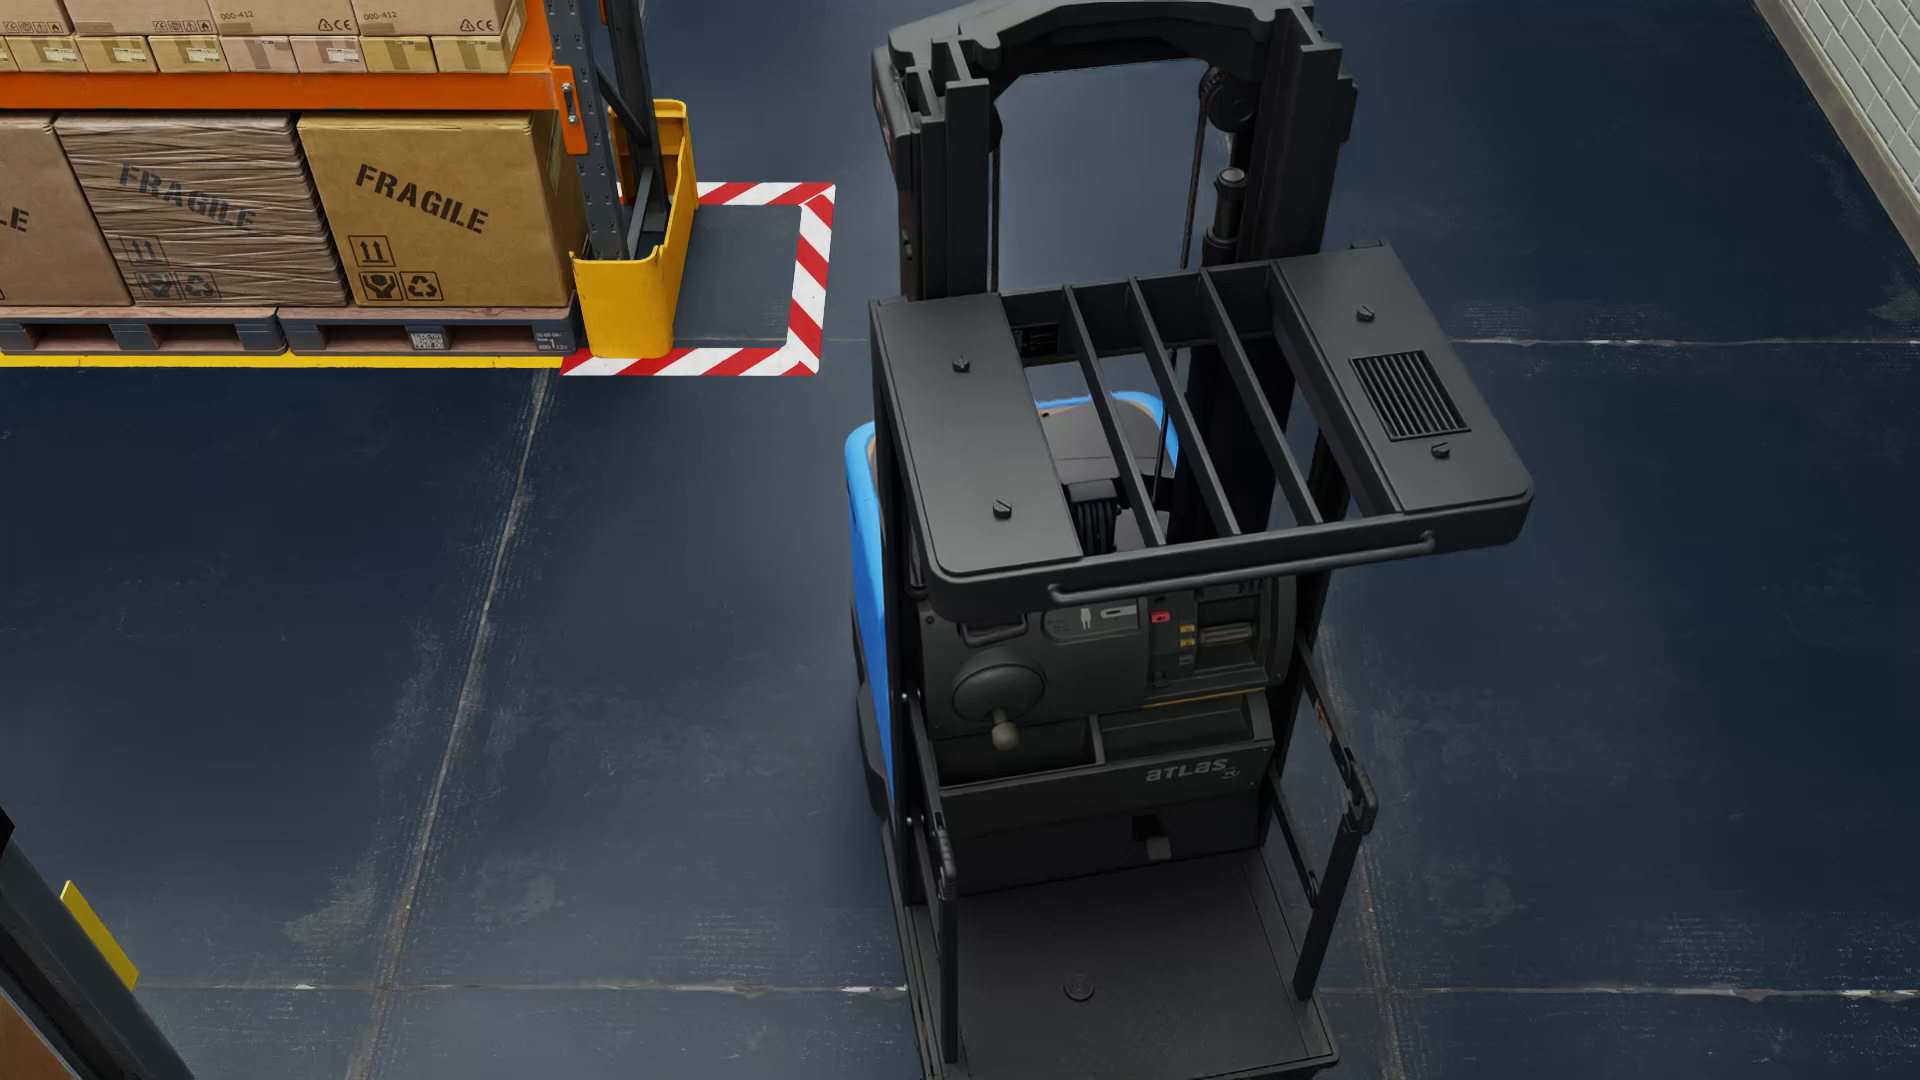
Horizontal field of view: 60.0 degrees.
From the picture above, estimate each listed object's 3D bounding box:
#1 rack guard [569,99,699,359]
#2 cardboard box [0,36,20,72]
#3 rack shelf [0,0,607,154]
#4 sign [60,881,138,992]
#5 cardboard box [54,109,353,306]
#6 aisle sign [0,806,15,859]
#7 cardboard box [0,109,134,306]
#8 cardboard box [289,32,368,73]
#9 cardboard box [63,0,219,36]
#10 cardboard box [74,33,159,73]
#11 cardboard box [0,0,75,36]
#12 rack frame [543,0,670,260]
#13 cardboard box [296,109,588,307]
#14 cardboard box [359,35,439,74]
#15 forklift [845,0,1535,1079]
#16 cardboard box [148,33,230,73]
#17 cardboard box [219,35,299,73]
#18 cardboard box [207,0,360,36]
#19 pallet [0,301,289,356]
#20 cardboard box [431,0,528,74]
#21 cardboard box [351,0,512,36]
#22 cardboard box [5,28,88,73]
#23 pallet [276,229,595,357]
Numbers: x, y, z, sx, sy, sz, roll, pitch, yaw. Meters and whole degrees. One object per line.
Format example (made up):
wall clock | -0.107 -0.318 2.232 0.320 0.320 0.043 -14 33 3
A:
rack guard | -1.384 -1.358 7.172 0.348 0.500 1.175 0 47 0
cardboard box | -3.554 -1.888 6.129 0.250 0.149 0.380 -1 47 -1
rack shelf | -3.408 -1.970 6.526 4.000 0.370 1.077 0 47 0
sign | -1.525 0.729 2.931 0.005 0.325 0.100 0 47 0
cardboard box | -2.958 -1.574 6.831 0.875 0.875 0.875 0 47 0
aisle sign | -1.453 0.316 2.131 0.004 0.787 0.394 0 47 0
cardboard box | -3.848 -1.577 6.833 0.875 0.875 0.875 0 47 0
cardboard box | -2.277 -1.885 6.127 0.250 0.149 0.380 0 47 0
cardboard box | -2.909 -2.070 6.027 0.500 0.250 0.500 -1 47 -1
cardboard box | -3.046 -1.886 6.128 0.250 0.149 0.380 0 47 0
cardboard box | -3.430 -2.068 6.025 0.500 0.250 0.500 0 47 0
rack frame | -1.408 -2.210 6.257 0.127 3.000 1.000 0 47 0
cardboard box | -2.048 -1.572 6.829 0.875 0.875 0.875 0 47 0
cardboard box | -2.025 -1.883 6.125 0.250 0.149 0.380 1 47 1
forklift | 0.407 0.370 3.903 1.130 2.935 3.031 -8 48 -7
cardboard box | -2.786 -1.886 6.128 0.250 0.149 0.380 -1 47 -1
cardboard box | -2.527 -1.886 6.128 0.250 0.149 0.380 1 47 1
cardboard box | -2.400 -2.069 6.026 0.500 0.250 0.500 -1 47 -1
pallet | -3.424 -1.210 7.232 1.213 0.211 1.003 0 47 0
cardboard box | -1.765 -1.884 6.126 0.250 0.149 0.380 1 47 1
cardboard box | -1.893 -2.067 6.024 0.500 0.250 0.500 -1 47 0
cardboard box | -3.294 -1.888 6.130 0.250 0.149 0.380 1 47 1
pallet | -2.207 -1.204 7.227 1.213 0.211 1.003 0 47 0
